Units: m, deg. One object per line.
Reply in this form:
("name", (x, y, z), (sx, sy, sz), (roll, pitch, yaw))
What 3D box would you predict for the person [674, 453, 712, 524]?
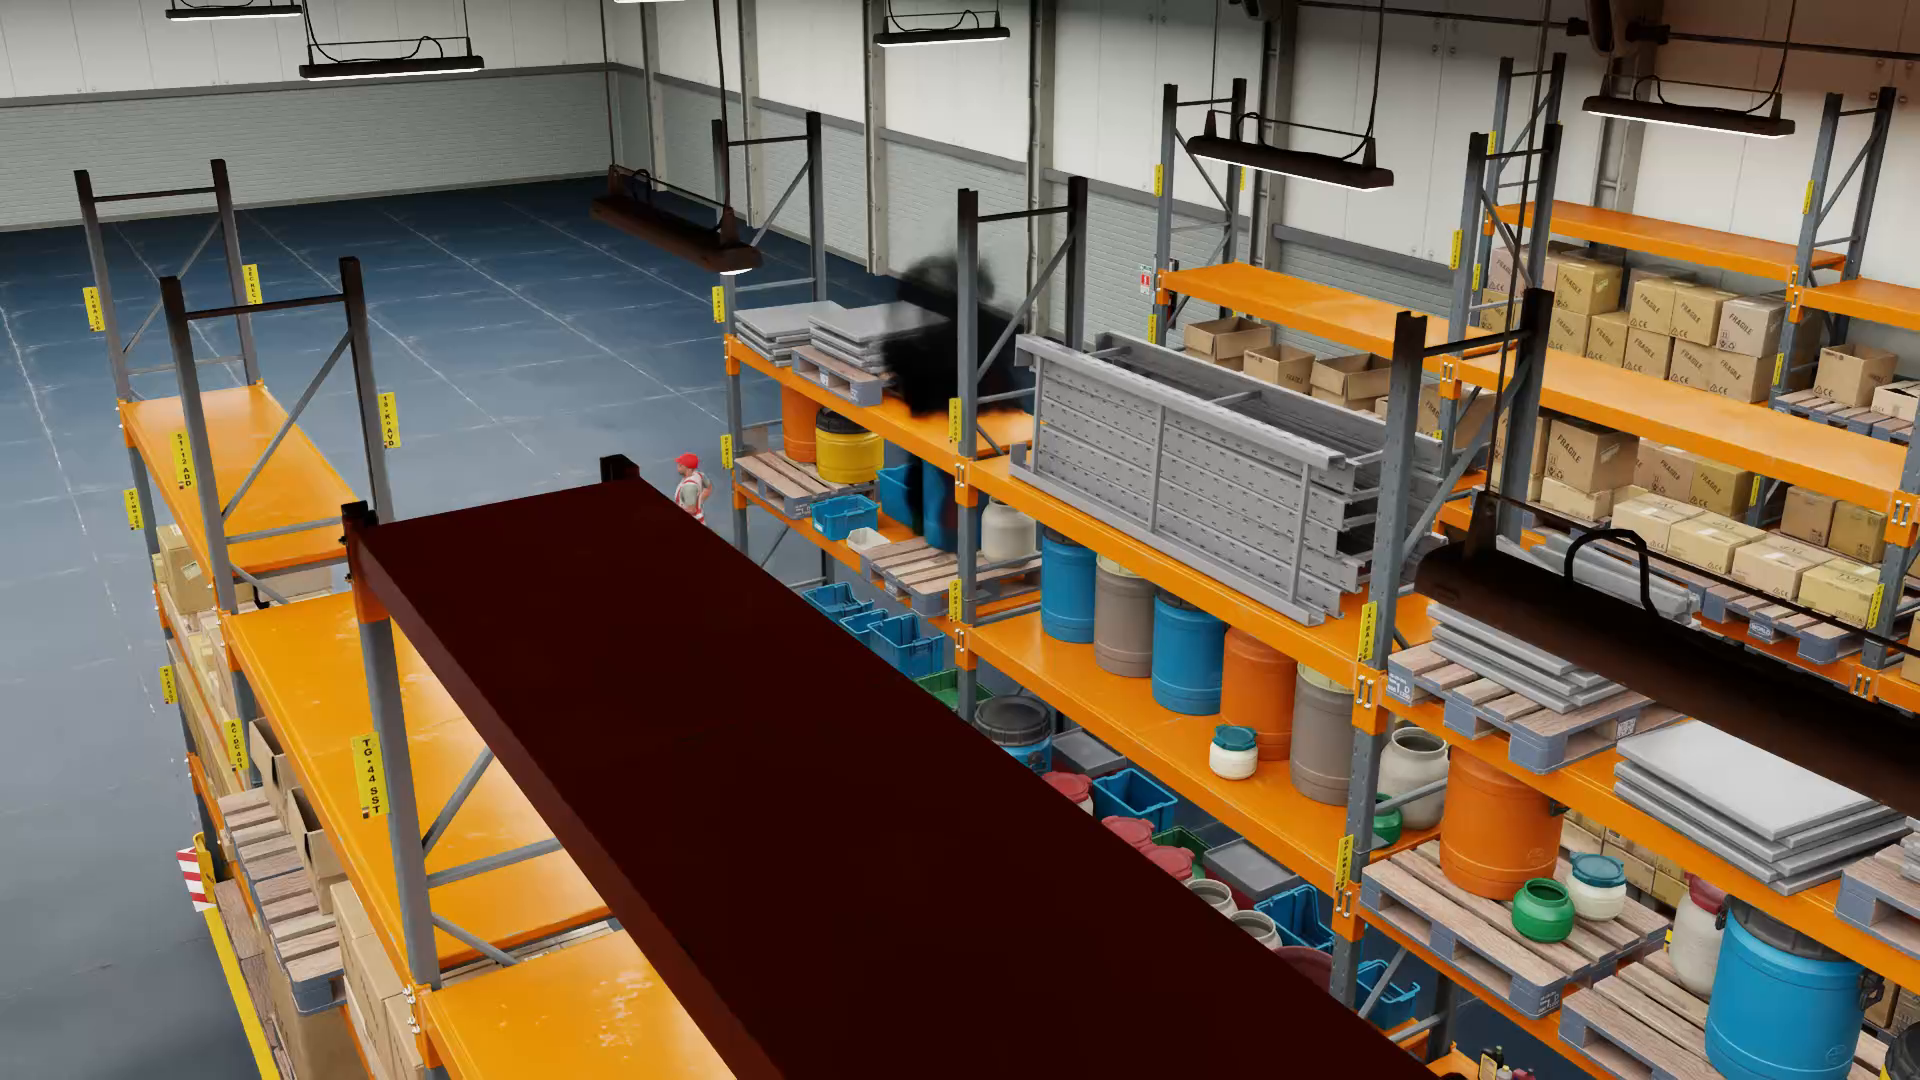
("person", (-3.111, -0.165, 19.369), (0.993, 1.797, 0.654), (-3, 22, -8))
